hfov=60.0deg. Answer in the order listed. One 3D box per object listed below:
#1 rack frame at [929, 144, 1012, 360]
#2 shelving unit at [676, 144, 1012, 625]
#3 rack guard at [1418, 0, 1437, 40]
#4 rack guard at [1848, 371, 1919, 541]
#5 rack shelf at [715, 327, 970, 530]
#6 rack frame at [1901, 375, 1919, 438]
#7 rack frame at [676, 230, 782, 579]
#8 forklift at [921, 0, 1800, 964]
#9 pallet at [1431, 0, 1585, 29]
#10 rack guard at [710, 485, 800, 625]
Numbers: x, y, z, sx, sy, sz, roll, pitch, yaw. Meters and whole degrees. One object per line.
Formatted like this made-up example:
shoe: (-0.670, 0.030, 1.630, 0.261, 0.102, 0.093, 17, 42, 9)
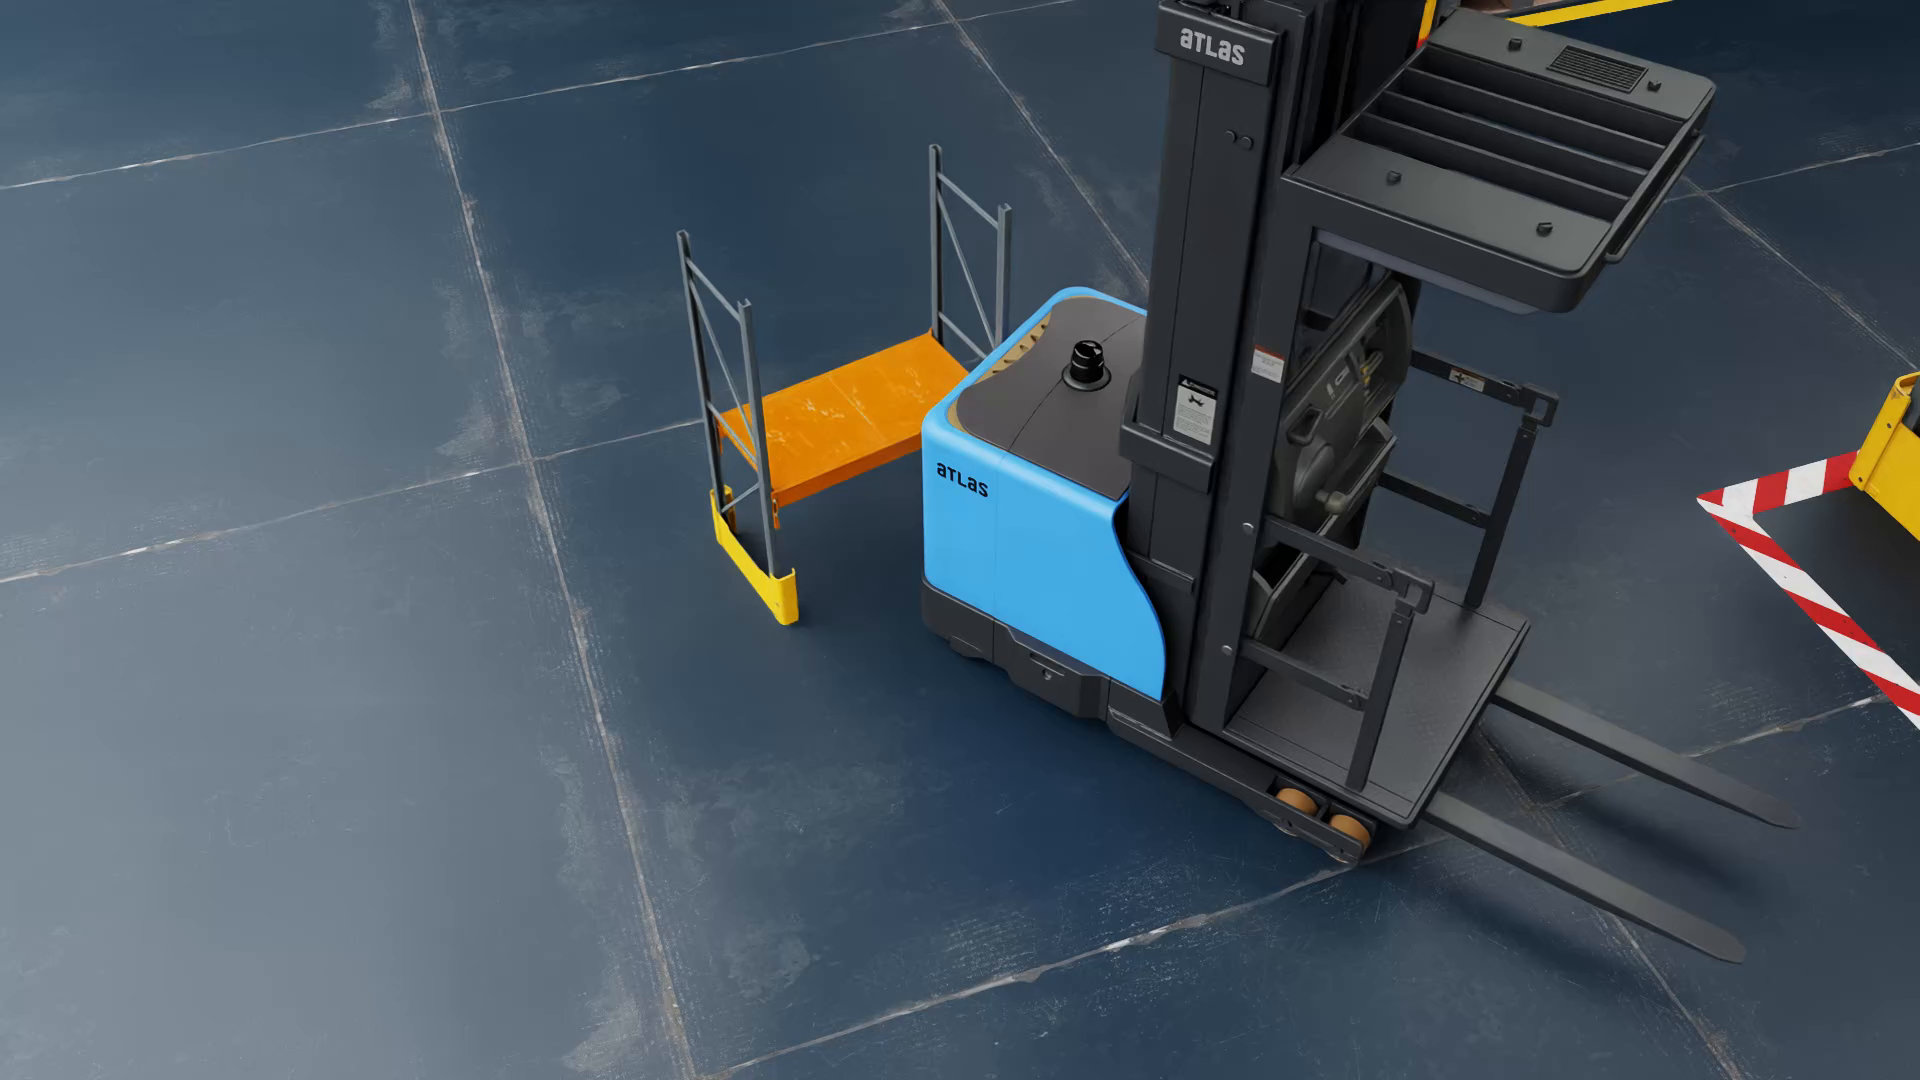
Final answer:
rack frame: (0.035, -0.765, 6.453, 0.032, 1.500, 0.500, -24, 50, -22)
shelving unit: (-0.386, -0.575, 6.264, 1.083, 1.500, 0.587, -24, 50, -22)
rack guard: (2.392, -3.447, 9.833, 0.348, 0.500, 1.175, -14, 47, -14)
rack guard: (4.090, -0.116, 6.513, 0.348, 0.500, 1.175, -14, 47, -14)
rack shelf: (-0.394, -0.444, 6.388, 1.000, 0.185, 0.538, -24, 50, -22)
rack frame: (4.018, -0.981, 5.609, 0.127, 3.000, 1.000, -14, 47, -14)
rack frame: (-0.823, -0.378, 6.068, 0.032, 1.500, 0.500, -24, 50, -22)
forklift: (1.356, -0.372, 5.052, 3.031, 2.935, 1.130, 26, 51, 24)
pallet: (3.158, -3.537, 10.126, 1.213, 0.211, 1.003, -14, 47, -14)
rack guard: (-0.806, 0.056, 6.518, 0.087, 0.250, 0.587, -24, 50, -22)
